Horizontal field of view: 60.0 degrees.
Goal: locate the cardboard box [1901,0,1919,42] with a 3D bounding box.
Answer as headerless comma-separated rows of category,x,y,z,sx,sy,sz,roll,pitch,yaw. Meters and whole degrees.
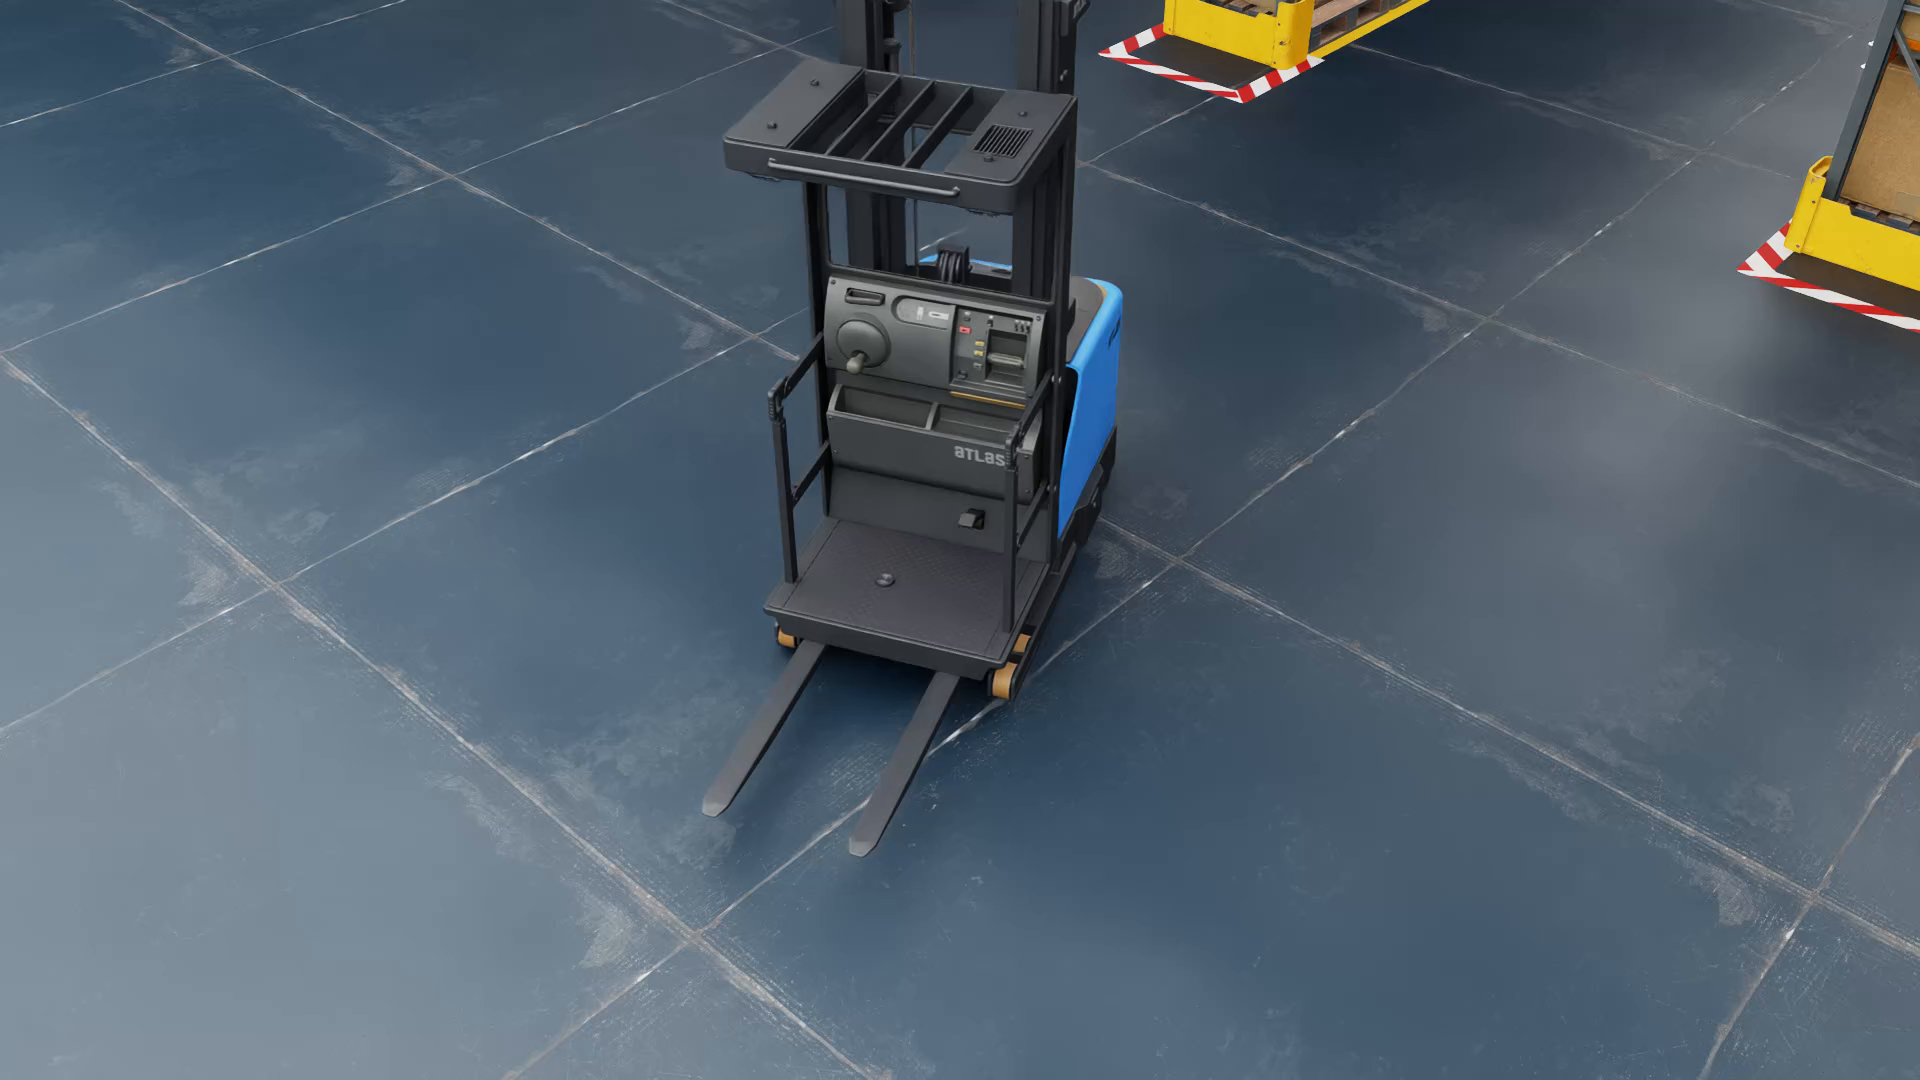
cardboard box,5.874,-3.089,9.387,0.875,0.550,0.550,30,47,32

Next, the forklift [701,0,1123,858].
forklift,-0.180,-0.749,6.621,1.130,2.935,3.031,12,40,15

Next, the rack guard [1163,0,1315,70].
rack guard,2.115,-4.026,12.695,1.175,0.500,0.348,30,47,32

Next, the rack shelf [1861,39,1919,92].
rack shelf,7.006,-3.478,10.575,1.077,0.370,4.000,30,47,32

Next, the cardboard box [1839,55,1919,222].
cardboard box,6.065,-2.513,10.153,0.875,0.875,0.875,30,47,32

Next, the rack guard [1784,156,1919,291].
rack guard,5.640,-1.851,9.960,1.175,0.500,0.348,30,47,32

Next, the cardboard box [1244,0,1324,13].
cardboard box,2.497,-4.435,12.872,0.500,0.500,0.500,-25,45,-28

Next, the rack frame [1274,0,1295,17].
rack frame,2.064,-4.970,11.873,1.000,3.000,0.127,30,47,32

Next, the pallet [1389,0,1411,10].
pallet,3.512,-4.829,13.937,1.003,0.211,1.213,30,47,32

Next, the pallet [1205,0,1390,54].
pallet,2.689,-4.272,13.236,1.003,0.211,1.213,30,47,32

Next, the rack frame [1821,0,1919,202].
rack frame,5.657,-2.841,9.196,1.000,3.000,0.127,30,47,32

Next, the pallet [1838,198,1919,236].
pallet,6.138,-2.149,10.567,1.003,0.211,1.213,30,47,32
